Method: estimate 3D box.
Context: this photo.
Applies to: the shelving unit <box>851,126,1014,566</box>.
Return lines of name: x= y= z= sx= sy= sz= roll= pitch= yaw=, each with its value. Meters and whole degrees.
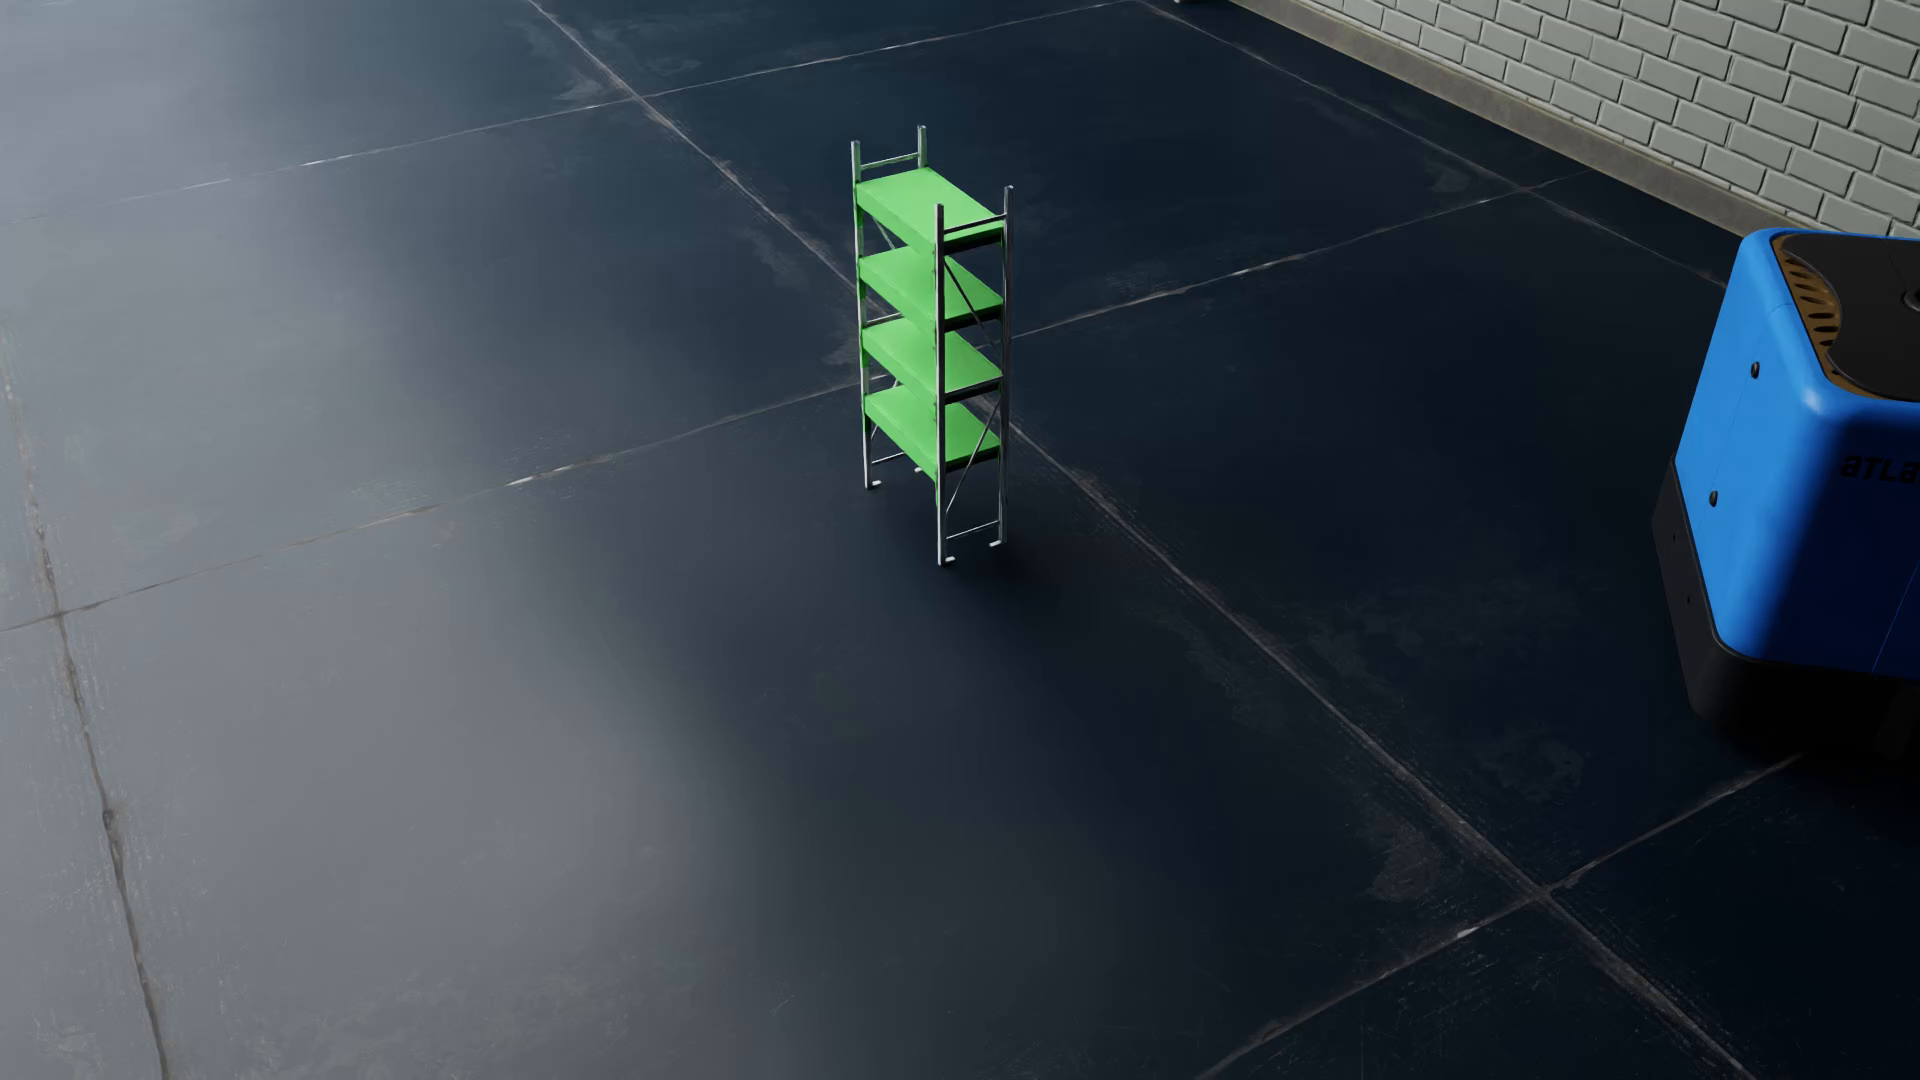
shelving unit: x=-0.083 y=-0.569 z=5.012 sx=0.258 sy=1.200 sz=0.503 roll=-19 pitch=40 yaw=-24

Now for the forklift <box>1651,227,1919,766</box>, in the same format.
forklift: x=3.554 y=-0.745 z=3.785 sx=3.031 sy=2.935 sz=1.130 roll=7 pitch=37 yaw=10

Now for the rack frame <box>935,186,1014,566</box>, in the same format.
rack frame: x=0.039 y=-0.445 z=4.841 sx=0.240 sy=1.200 sz=0.015 roll=-19 pitch=40 yaw=-24

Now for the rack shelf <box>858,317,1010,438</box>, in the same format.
rack shelf: x=-0.083 y=-0.517 z=5.049 sx=0.258 sy=0.148 sz=0.480 roll=-19 pitch=40 yaw=-24

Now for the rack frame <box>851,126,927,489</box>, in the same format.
rack frame: x=-0.206 y=-0.693 z=5.182 sx=0.240 sy=1.200 sz=0.015 roll=-19 pitch=40 yaw=-24

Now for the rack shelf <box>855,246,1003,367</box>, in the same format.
rack shelf: x=-0.083 y=-0.711 z=4.908 sx=0.258 sy=0.148 sz=0.480 roll=-19 pitch=40 yaw=-24

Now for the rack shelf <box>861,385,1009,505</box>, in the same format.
rack shelf: x=-0.083 y=-0.324 z=5.191 sx=0.258 sy=0.148 sz=0.480 roll=-19 pitch=40 yaw=-24

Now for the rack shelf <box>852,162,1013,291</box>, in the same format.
rack shelf: x=-0.083 y=-0.905 z=4.766 sx=0.258 sy=0.148 sz=0.480 roll=-19 pitch=40 yaw=-24
